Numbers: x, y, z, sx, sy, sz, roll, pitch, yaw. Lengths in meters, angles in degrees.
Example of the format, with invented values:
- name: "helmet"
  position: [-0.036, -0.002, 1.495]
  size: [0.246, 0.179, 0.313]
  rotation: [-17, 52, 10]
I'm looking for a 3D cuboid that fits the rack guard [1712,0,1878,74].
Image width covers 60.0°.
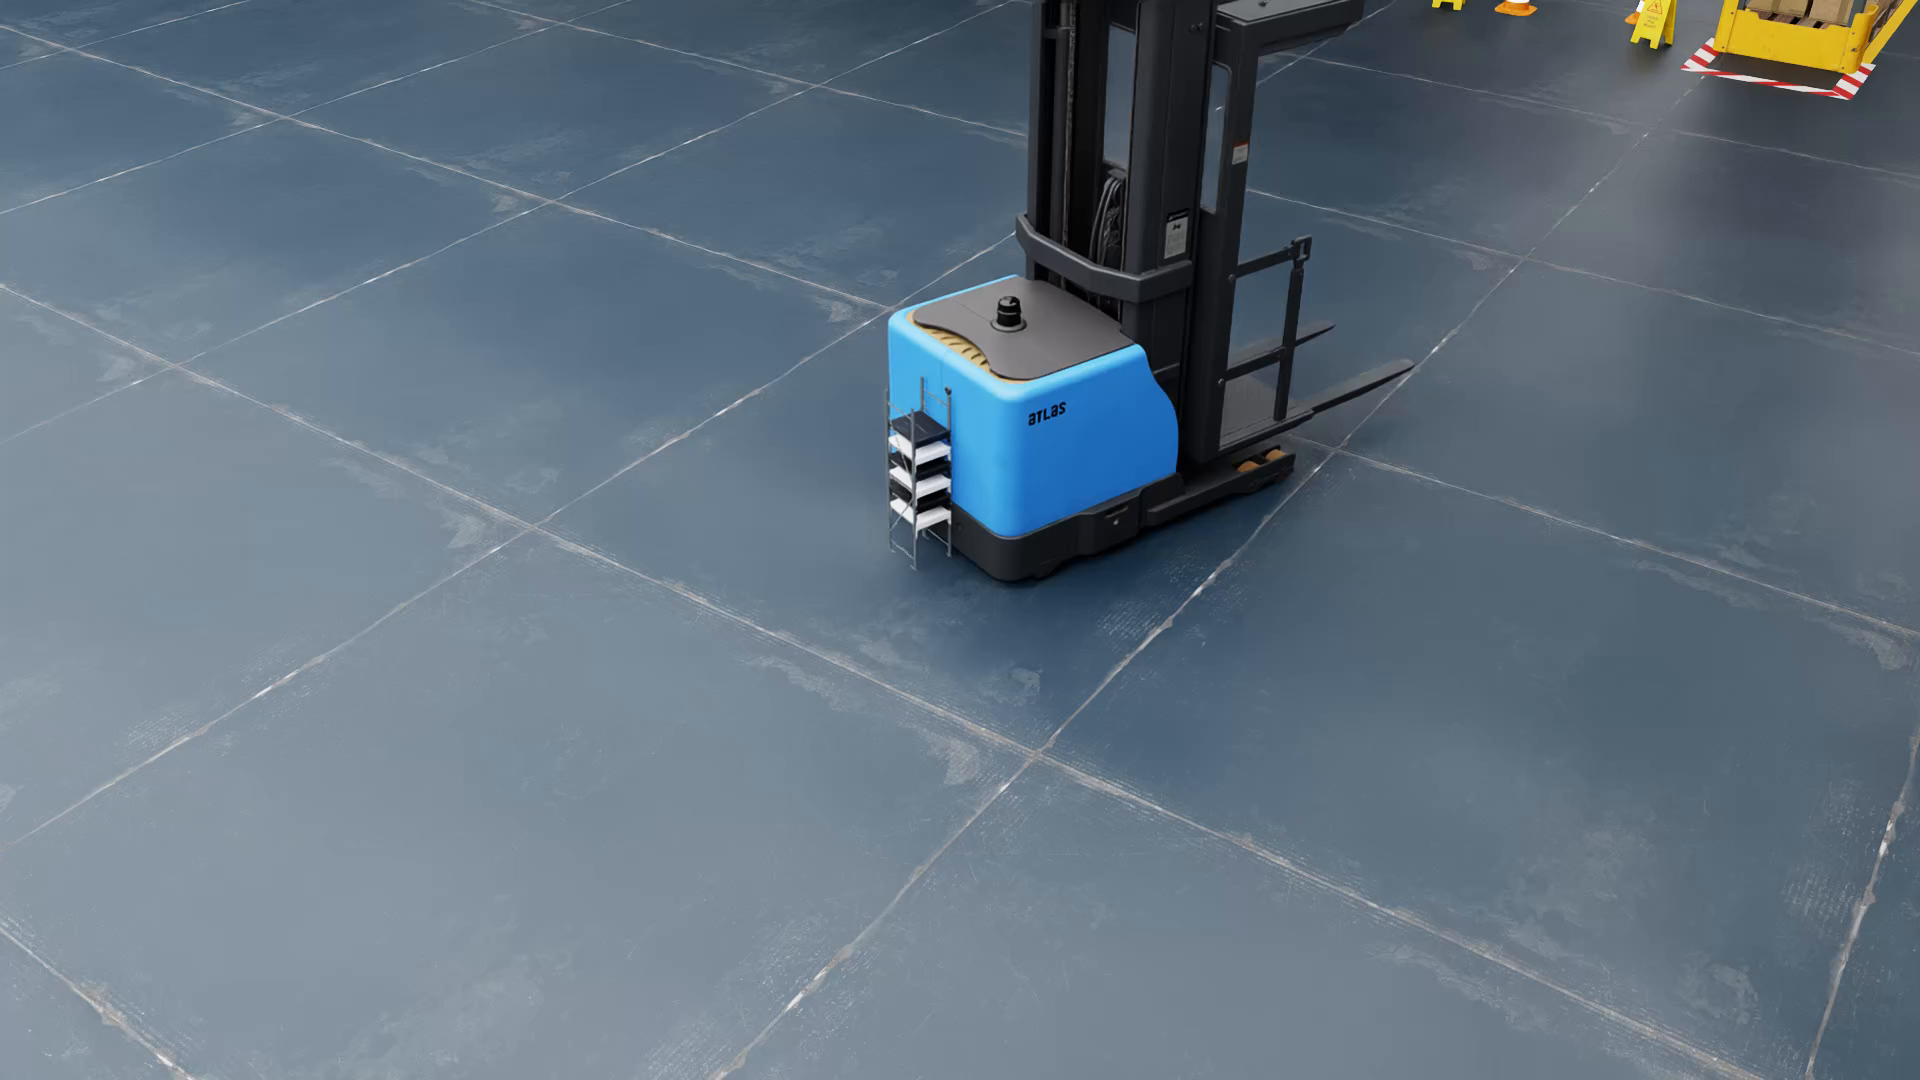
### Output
- name: "rack guard"
  position: [7.179, -4.408, 14.322]
  size: [1.175, 0.500, 0.348]
  rotation: [21, 39, 28]

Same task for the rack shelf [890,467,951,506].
- name: "rack shelf"
  position: [-0.197, -0.279, 7.919]
  size: [0.200, 0.077, 0.258]
  rotation: [-22, 40, -29]

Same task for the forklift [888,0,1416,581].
- name: "forklift"
  position: [1.133, -1.672, 8.106]
  size: [3.031, 2.935, 1.130]
  rotation: [-22, 40, -29]

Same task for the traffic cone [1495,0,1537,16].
- name: "traffic cone"
  position: [5.215, -5.166, 15.476]
  size: [0.336, 0.463, 0.334]
  rotation: [21, 39, 28]

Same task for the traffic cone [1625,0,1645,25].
- name: "traffic cone"
  position: [6.321, -4.968, 15.183]
  size: [0.336, 0.463, 0.334]
  rotation: [21, 39, 28]

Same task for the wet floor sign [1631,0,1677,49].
- name: "wet floor sign"
  position: [6.148, -4.688, 14.606]
  size: [0.232, 0.644, 0.267]
  rotation: [-22, 40, -29]

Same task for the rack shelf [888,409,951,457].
- name: "rack shelf"
  position: [-0.197, -0.503, 7.768]
  size: [0.200, 0.077, 0.258]
  rotation: [-22, 40, -29]

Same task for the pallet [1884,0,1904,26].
- name: "pallet"
  position: [8.367, -5.210, 15.766]
  size: [1.003, 0.211, 1.213]
  rotation: [21, 39, 28]

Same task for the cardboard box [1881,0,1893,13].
- name: "cardboard box"
  position: [8.120, -4.959, 14.985]
  size: [0.500, 0.250, 0.500]
  rotation: [23, 40, 30]

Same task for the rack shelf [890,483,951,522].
- name: "rack shelf"
  position: [-0.197, -0.205, 7.969]
  size: [0.200, 0.077, 0.258]
  rotation: [-22, 40, -29]

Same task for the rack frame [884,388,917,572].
- name: "rack frame"
  position: [-0.279, -0.273, 7.851]
  size: [0.006, 0.900, 0.240]
  rotation: [-22, 40, -29]

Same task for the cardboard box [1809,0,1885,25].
- name: "cardboard box"
  position: [7.823, -4.726, 14.641]
  size: [0.500, 0.250, 0.500]
  rotation: [21, 39, 28]

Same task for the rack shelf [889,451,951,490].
- name: "rack shelf"
  position: [-0.197, -0.354, 7.868]
  size: [0.200, 0.077, 0.258]
  rotation: [-22, 40, -29]

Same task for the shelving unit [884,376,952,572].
- name: "shelving unit"
  position: [-0.197, -0.307, 7.900]
  size: [0.210, 0.900, 0.258]
  rotation: [-22, 40, -29]

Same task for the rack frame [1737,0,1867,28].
- name: "rack frame"
  position: [7.136, -5.408, 13.570]
  size: [1.000, 3.000, 0.127]
  rotation: [21, 39, 28]

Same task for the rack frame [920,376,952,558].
- name: "rack frame"
  position: [-0.114, -0.340, 7.950]
  size: [0.006, 0.900, 0.240]
  rotation: [-22, 40, -29]

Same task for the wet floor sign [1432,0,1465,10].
- name: "wet floor sign"
  position: [4.622, -5.322, 15.544]
  size: [0.267, 0.644, 0.232]
  rotation: [14, 37, 20]

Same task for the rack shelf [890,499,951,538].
- name: "rack shelf"
  position: [-0.197, -0.130, 8.020]
  size: [0.200, 0.077, 0.258]
  rotation: [-22, 40, -29]

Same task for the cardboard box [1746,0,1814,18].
- name: "cardboard box"
  position: [7.389, -4.912, 14.916]
  size: [0.500, 0.250, 0.500]
  rotation: [21, 39, 28]

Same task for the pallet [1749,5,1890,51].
- name: "pallet"
  position: [7.671, -4.651, 14.939]
  size: [1.003, 0.211, 1.213]
  rotation: [21, 39, 28]

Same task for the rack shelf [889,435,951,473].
- name: "rack shelf"
  position: [-0.197, -0.428, 7.818]
  size: [0.200, 0.077, 0.258]
  rotation: [-22, 40, -29]
